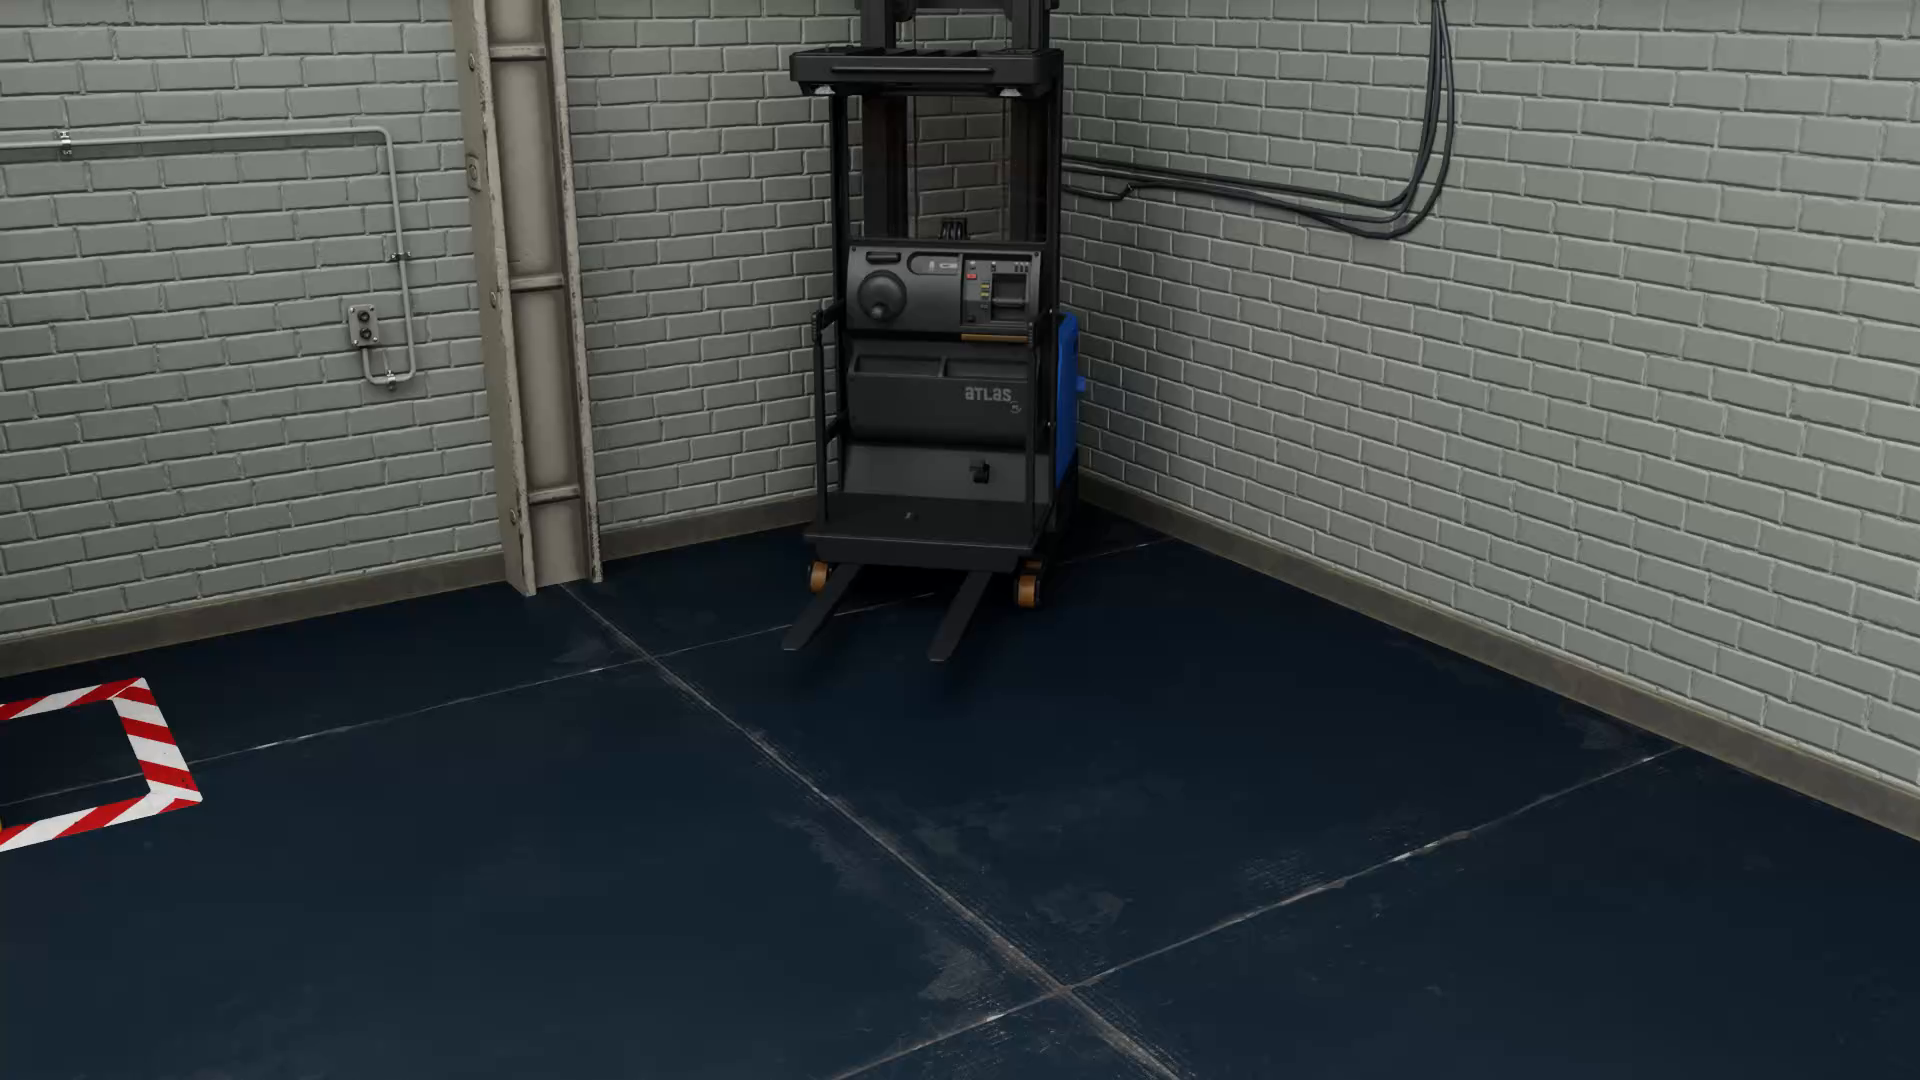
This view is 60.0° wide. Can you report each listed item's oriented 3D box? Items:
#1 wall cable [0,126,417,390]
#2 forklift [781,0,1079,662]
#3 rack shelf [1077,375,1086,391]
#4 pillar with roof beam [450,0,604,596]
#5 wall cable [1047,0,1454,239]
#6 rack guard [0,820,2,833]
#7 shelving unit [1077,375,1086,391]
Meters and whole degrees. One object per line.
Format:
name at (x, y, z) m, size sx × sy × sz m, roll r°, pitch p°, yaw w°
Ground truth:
wall cable at (-3.225, -1.480, 6.851) m, size 1.851 × 1.984 × 0.084 m, roll -12°, pitch 22°, yaw -31°
forklift at (-0.116, -1.191, 7.692) m, size 1.130 × 2.935 × 3.031 m, roll 3°, pitch 19°, yaw 10°
rack shelf at (0.399, -0.936, 9.566) m, size 1.000 × 0.185 × 0.538 m, roll 3°, pitch 21°, yaw 11°
pillar with roof beam at (0.373, -2.917, 3.323) m, size 0.400 × 9.000 × 9.100 m, roll -12°, pitch 22°, yaw -31°
wall cable at (1.146, -2.791, 7.799) m, size 0.112 × 2.526 × 3.097 m, roll -12°, pitch 22°, yaw -31°
rack guard at (-3.754, 0.660, 6.011) m, size 0.348 × 0.500 × 1.175 m, roll -12°, pitch 22°, yaw -31°
shelving unit at (0.396, -1.105, 9.503) m, size 1.048 × 1.500 × 0.538 m, roll 3°, pitch 21°, yaw 11°
